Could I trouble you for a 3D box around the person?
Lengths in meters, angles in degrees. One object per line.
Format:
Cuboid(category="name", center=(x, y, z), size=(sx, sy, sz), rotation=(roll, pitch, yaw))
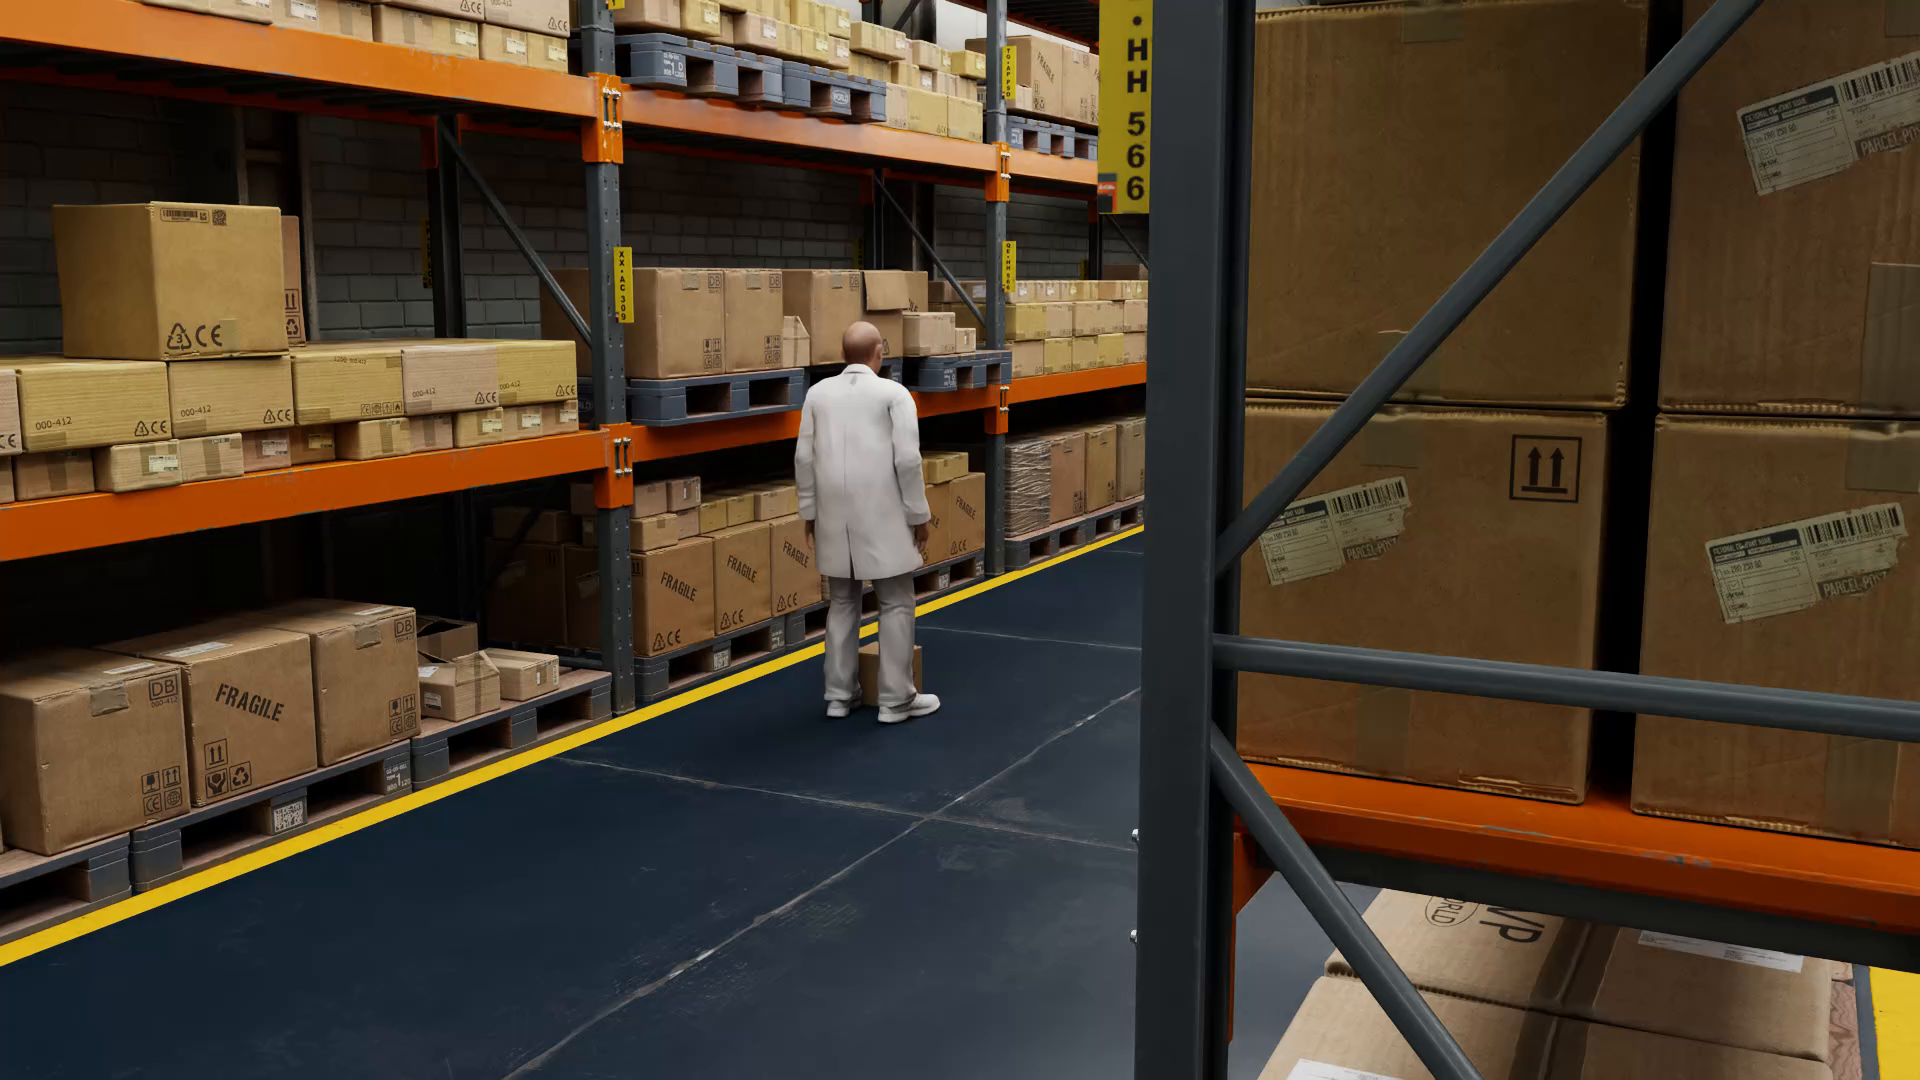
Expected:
Cuboid(category="person", center=(-0.429, -0.085, 7.457), size=(0.642, 1.772, 0.432), rotation=(4, 10, 22))
